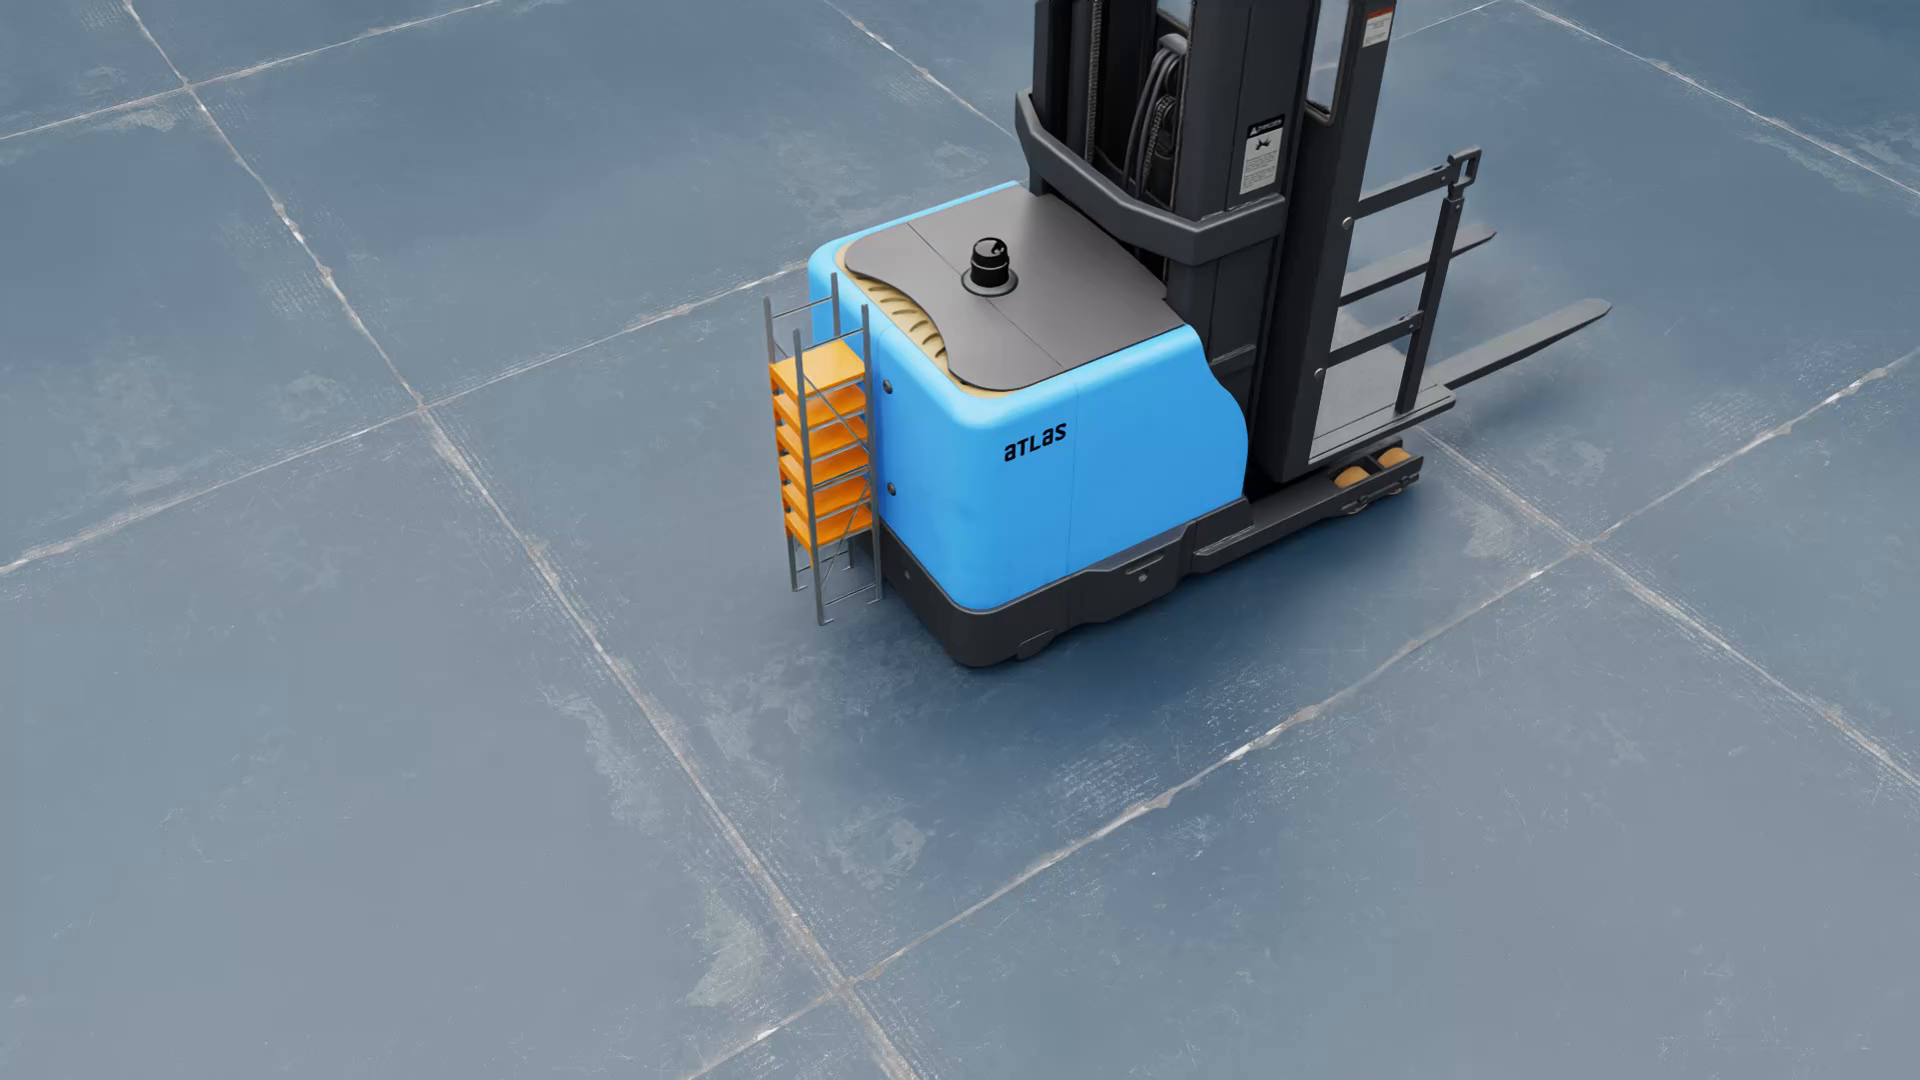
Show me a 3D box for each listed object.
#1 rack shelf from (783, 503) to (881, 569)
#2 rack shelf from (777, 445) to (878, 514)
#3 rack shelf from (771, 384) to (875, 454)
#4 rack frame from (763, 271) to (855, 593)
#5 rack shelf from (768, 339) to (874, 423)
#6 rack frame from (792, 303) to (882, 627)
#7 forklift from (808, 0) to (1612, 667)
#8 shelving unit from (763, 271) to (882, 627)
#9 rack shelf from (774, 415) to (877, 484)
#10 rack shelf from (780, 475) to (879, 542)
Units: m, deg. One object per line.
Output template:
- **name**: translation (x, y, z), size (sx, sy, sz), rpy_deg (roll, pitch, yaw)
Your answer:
- **rack shelf**: translation (-0.411, -0.042, 5.337), size (0.258, 0.103, 0.180), rpy_deg (-23, 48, -22)
- **rack shelf**: translation (-0.411, -0.215, 5.171), size (0.258, 0.103, 0.180), rpy_deg (-23, 48, -22)
- **rack shelf**: translation (-0.411, -0.389, 5.005), size (0.258, 0.103, 0.180), rpy_deg (-23, 48, -22)
- **rack frame**: translation (-0.459, -0.301, 5.197), size (0.240, 1.200, 0.006), rpy_deg (-23, 48, -22)
- **rack shelf**: translation (-0.411, -0.476, 4.922), size (0.258, 0.103, 0.180), rpy_deg (-23, 48, -22)
- **rack frame**: translation (-0.363, -0.194, 5.084), size (0.240, 1.200, 0.006), rpy_deg (-23, 48, -22)
- **forklift**: translation (1.037, -1.440, 5.136), size (3.031, 2.935, 1.130), rpy_deg (-23, 48, -22)
- **shelving unit**: translation (-0.411, -0.248, 5.140), size (0.258, 1.200, 0.189), rpy_deg (-23, 48, -22)
- **rack shelf**: translation (-0.411, -0.302, 5.088), size (0.258, 0.103, 0.180), rpy_deg (-23, 48, -22)
- **rack shelf**: translation (-0.411, -0.129, 5.254), size (0.258, 0.103, 0.180), rpy_deg (-23, 48, -22)
